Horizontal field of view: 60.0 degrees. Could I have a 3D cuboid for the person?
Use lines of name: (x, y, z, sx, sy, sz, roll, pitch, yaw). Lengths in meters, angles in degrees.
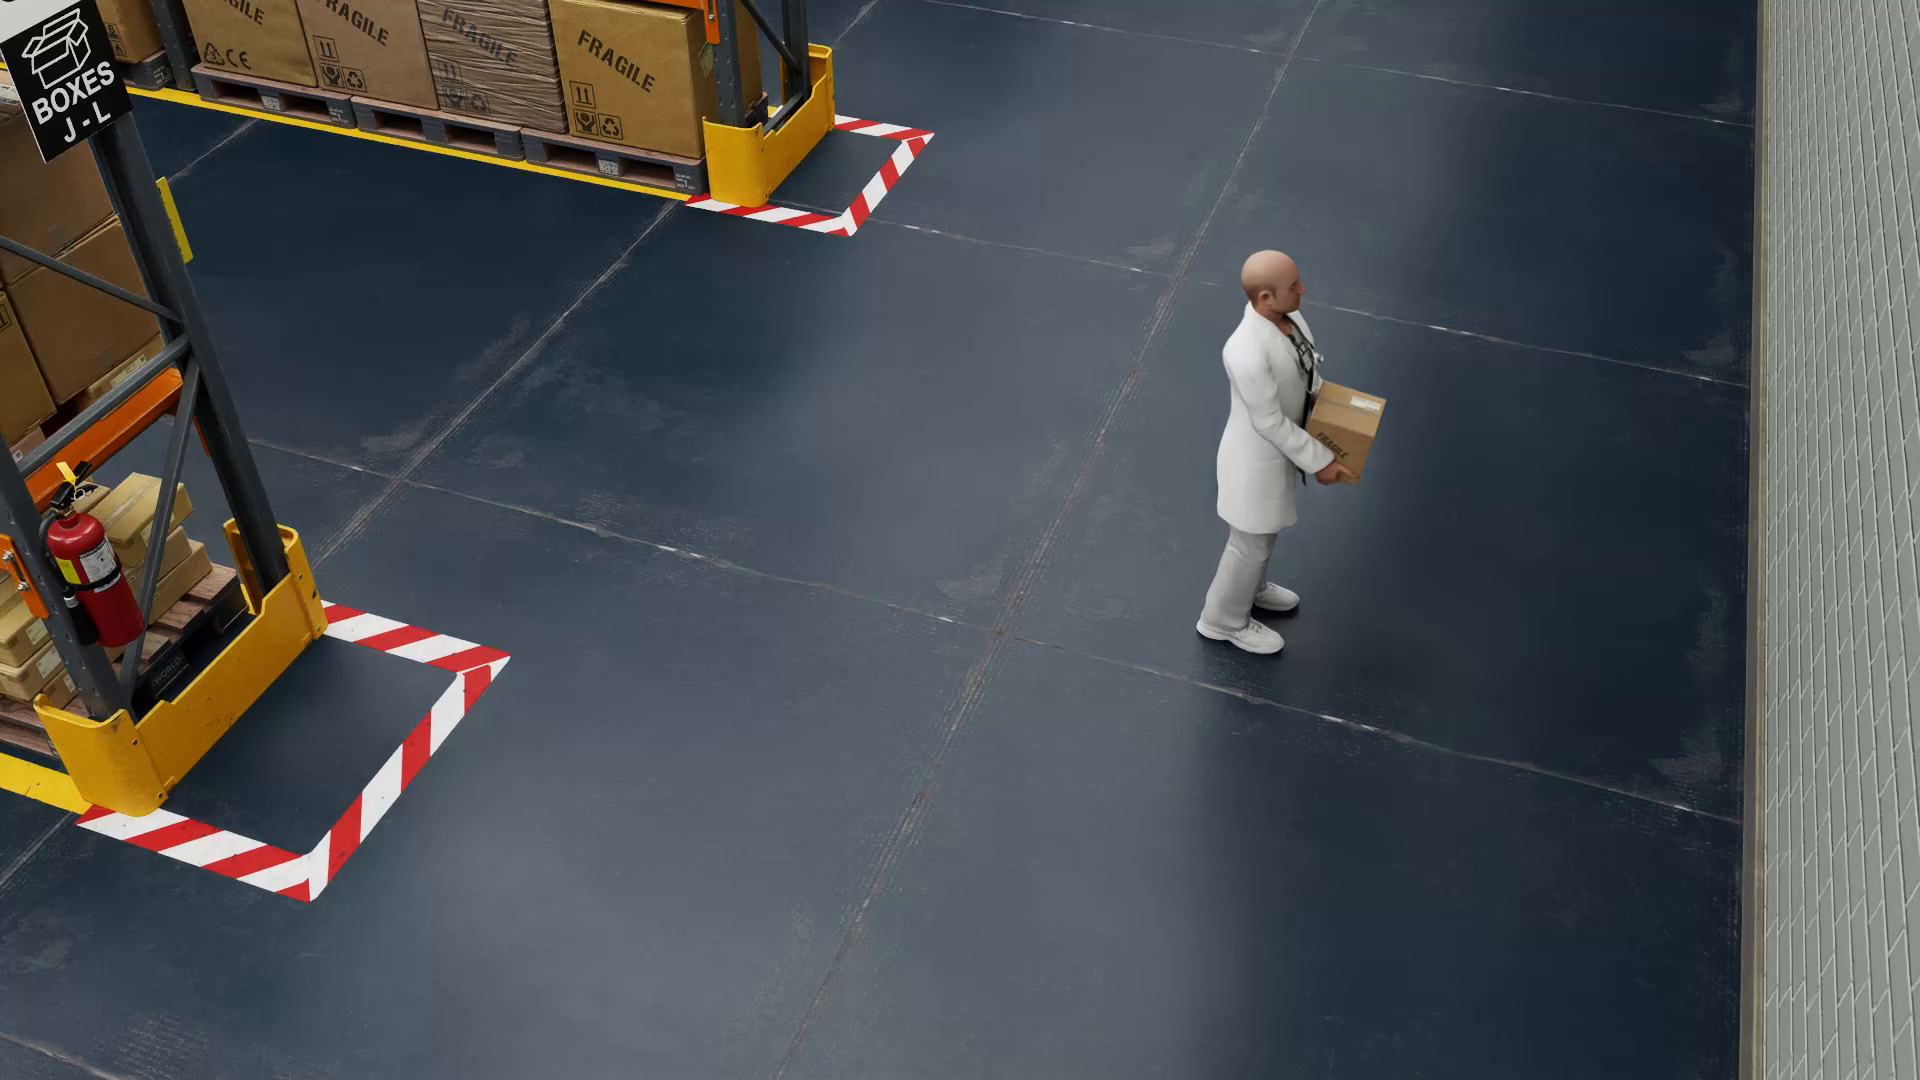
person: (1.291, -0.319, 6.543, 0.563, 1.770, 0.529, 14, 43, 16)
